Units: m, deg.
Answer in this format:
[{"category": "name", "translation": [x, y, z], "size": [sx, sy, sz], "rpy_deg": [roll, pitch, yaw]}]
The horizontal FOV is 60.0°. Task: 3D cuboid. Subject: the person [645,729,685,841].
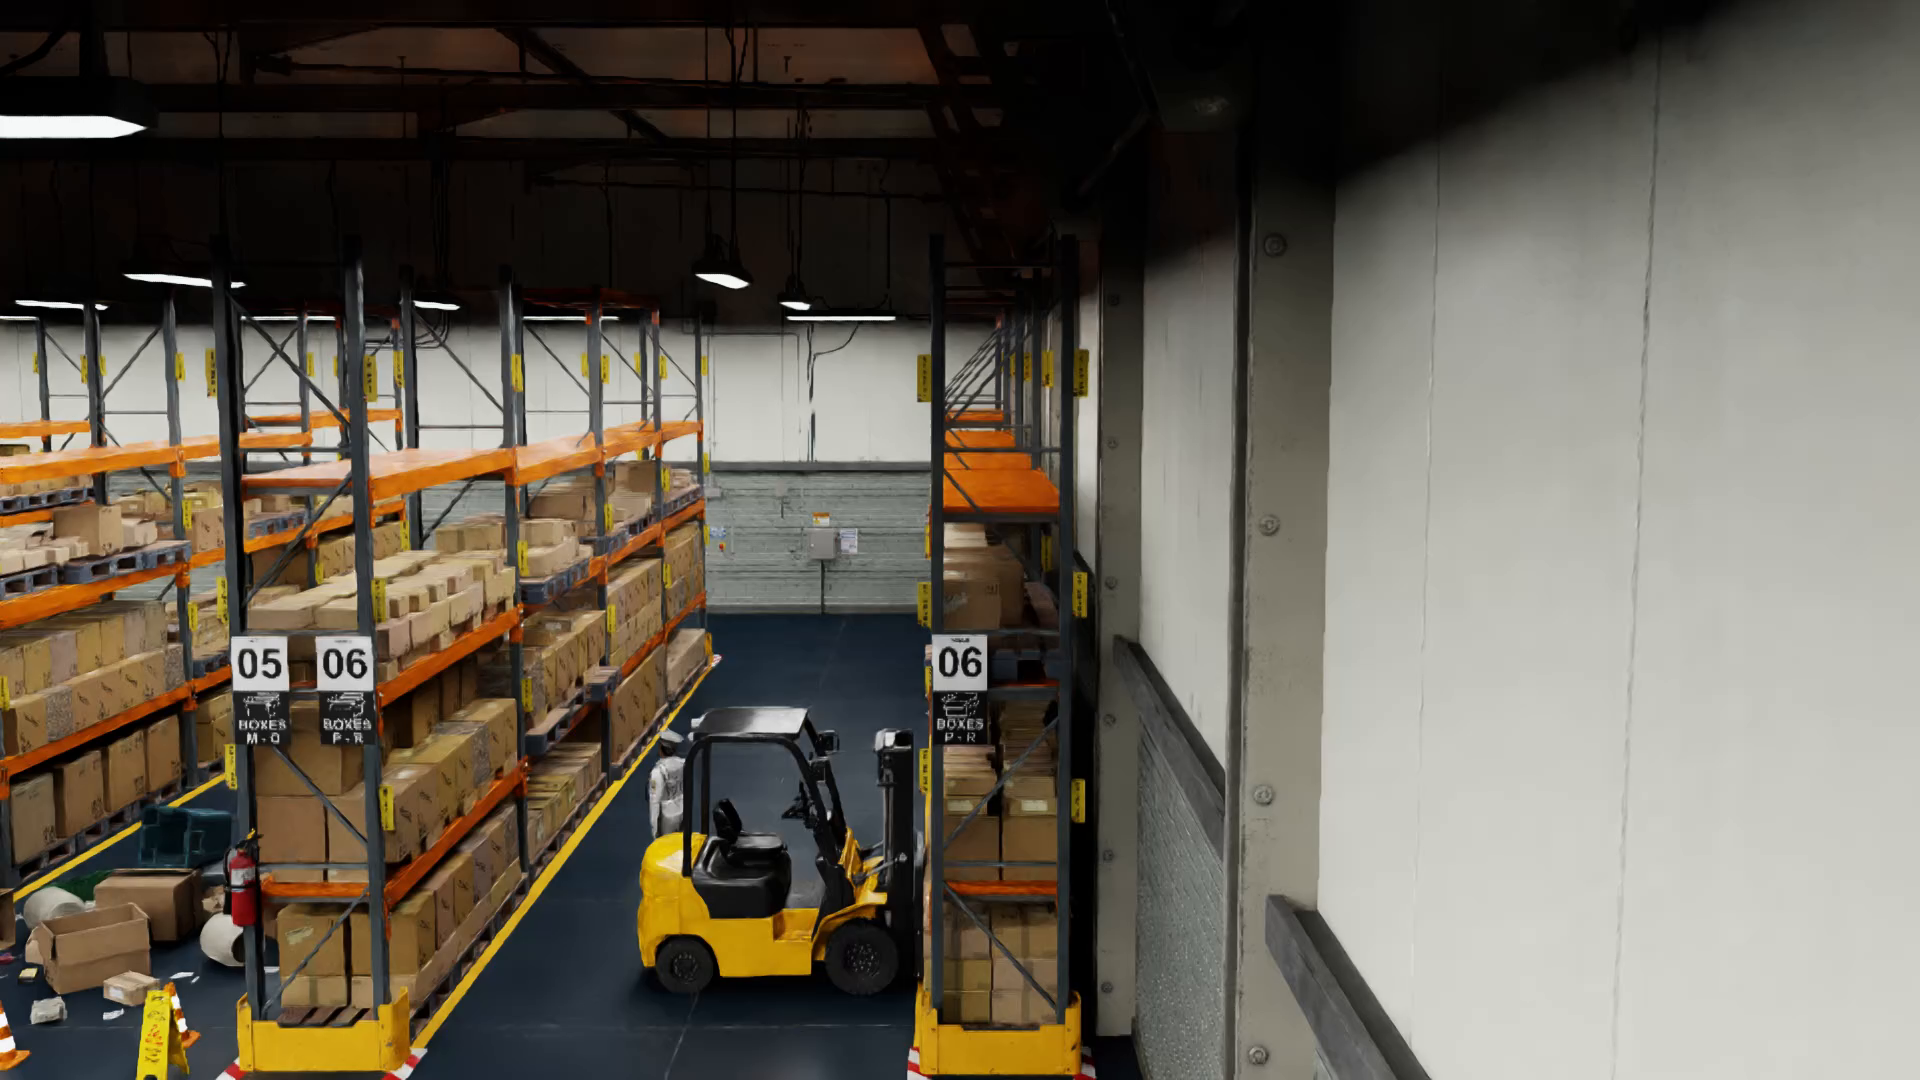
[{"category": "person", "translation": [-2.753, 2.618, 15.543], "size": [0.463, 1.664, 0.524], "rpy_deg": [4, 7, 29]}]
